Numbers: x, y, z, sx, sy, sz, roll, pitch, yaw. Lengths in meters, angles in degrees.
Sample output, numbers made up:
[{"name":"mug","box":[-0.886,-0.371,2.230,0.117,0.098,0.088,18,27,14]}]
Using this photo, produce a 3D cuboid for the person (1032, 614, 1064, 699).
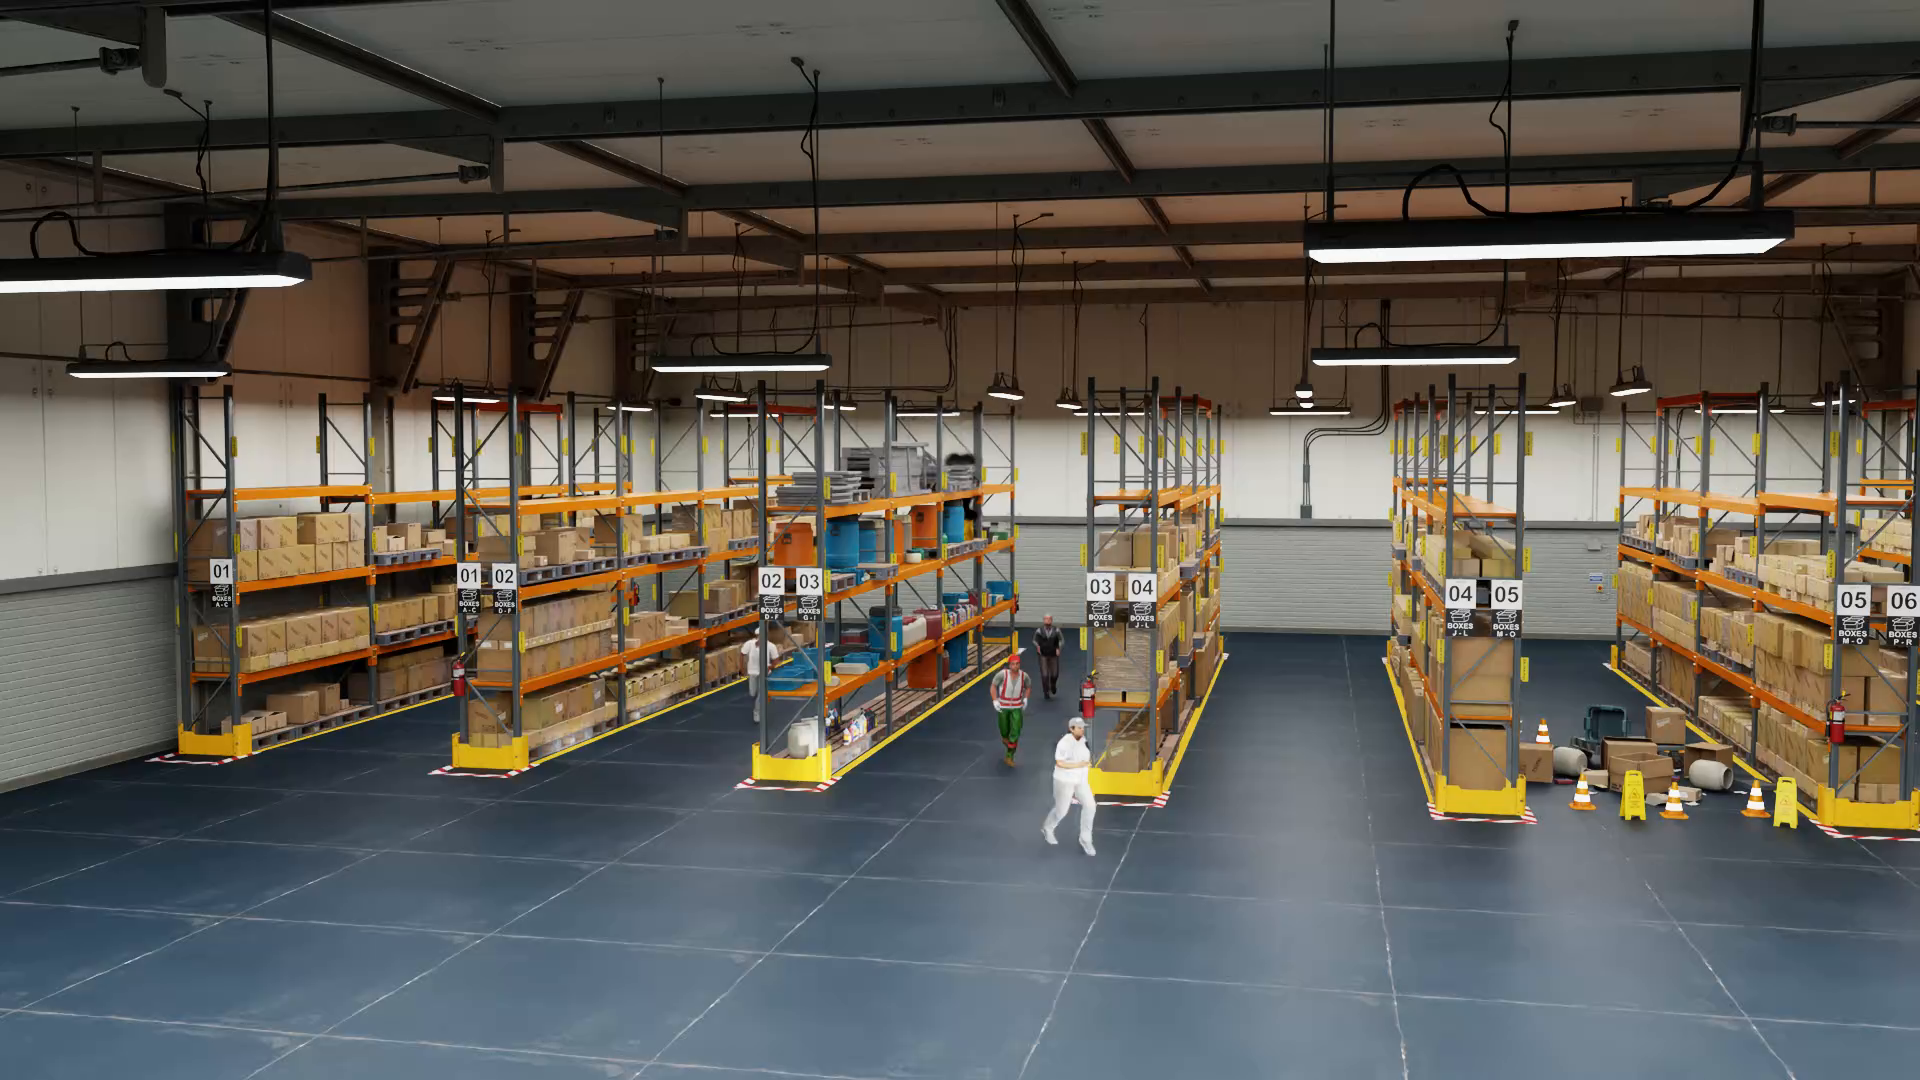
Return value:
[{"name":"person","box":[1.755,2.313,33.058,0.652,1.672,0.604,0,3,1]}]

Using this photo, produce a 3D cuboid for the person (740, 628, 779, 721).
[{"name":"person","box":[-3.691,2.454,30.581,0.740,1.718,0.700,0,3,1]}]

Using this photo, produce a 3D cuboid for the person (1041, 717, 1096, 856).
[{"name":"person","box":[1.345,3.030,20.646,0.627,1.712,0.864,-3,4,-43]}]

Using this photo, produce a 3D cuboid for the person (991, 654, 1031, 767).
[{"name":"person","box":[0.809,2.670,26.425,0.662,1.759,0.895,0,3,-6]}]
